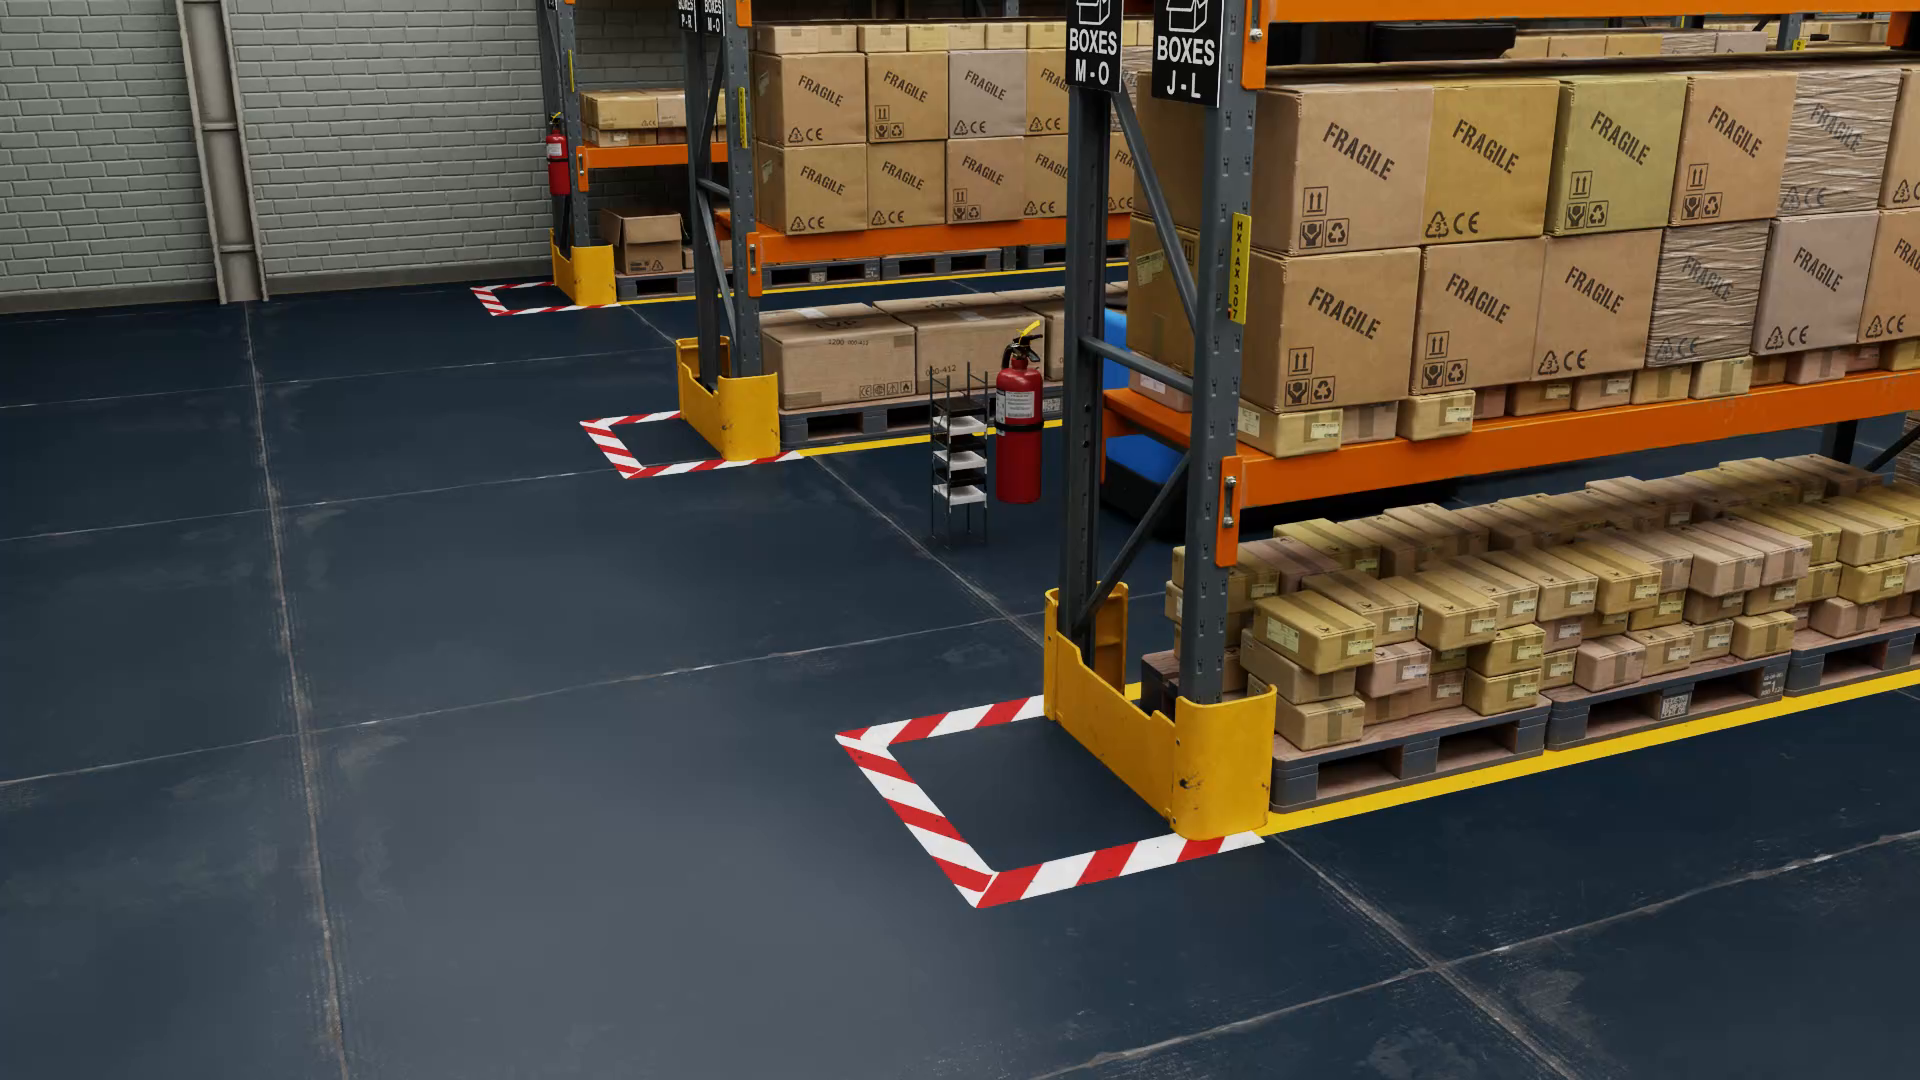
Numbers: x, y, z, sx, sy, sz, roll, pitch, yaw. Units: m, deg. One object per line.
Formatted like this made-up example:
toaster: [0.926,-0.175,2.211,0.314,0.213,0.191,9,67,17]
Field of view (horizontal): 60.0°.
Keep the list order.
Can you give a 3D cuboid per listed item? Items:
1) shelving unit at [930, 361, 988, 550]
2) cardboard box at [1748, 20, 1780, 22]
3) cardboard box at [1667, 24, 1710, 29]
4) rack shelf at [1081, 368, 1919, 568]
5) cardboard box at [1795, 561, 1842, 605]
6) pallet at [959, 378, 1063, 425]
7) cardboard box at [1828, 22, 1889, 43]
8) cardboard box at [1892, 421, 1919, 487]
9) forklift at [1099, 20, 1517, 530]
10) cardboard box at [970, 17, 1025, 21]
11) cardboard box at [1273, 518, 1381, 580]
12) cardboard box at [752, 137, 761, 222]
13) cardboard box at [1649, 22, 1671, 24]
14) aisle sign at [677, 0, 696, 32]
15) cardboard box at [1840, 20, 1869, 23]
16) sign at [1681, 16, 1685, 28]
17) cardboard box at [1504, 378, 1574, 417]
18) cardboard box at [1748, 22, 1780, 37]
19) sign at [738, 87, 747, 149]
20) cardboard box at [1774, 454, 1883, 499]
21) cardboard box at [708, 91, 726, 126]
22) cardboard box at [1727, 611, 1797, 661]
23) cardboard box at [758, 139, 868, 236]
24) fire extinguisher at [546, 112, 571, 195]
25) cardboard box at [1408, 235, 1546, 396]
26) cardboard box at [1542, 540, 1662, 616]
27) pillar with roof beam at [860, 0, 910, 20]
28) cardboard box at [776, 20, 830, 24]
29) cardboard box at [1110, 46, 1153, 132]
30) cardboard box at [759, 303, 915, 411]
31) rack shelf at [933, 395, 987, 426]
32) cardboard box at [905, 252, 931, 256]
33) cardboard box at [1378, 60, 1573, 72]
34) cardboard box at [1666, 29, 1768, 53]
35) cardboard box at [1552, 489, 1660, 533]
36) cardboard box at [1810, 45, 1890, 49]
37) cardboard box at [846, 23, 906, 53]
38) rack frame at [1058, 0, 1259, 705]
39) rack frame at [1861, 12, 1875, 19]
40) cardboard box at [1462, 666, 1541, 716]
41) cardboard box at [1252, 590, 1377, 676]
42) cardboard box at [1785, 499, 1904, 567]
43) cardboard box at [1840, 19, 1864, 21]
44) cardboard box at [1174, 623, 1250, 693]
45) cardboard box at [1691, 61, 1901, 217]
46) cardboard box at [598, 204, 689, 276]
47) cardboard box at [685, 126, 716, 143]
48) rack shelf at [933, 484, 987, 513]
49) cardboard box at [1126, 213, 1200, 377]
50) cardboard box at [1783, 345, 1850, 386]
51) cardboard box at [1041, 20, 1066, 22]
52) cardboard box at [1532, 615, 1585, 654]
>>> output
shelving unit: [-0.007,-0.423,8.370,0.210,0.900,0.258,-8,21,-22]
cardboard box: [9.472,-6.013,19.508,0.250,0.149,0.380,-8,21,-22]
cardboard box: [8.034,-5.612,18.370,0.250,0.149,0.380,-8,21,-21]
rack shelf: [2.465,-0.503,6.517,4.000,0.370,1.077,-8,21,-22]
cardboard box: [3.387,0.122,6.871,0.250,0.149,0.380,-8,21,-21]
pallet: [0.397,-1.048,11.182,1.213,0.211,1.003,-8,21,-22]
cardboard box: [7.311,-4.121,13.501,0.250,0.149,0.380,-9,21,-25]
cardboard box: [4.881,-0.299,7.985,0.500,0.500,0.500,-9,21,-23]
forklift: [2.176,-1.716,8.984,3.031,2.935,1.130,-9,21,-23]
cardboard box: [0.224,-3.222,10.523,0.250,0.149,0.380,-7,21,-20]
cardboard box: [1.455,0.051,6.624,0.250,0.149,0.380,-9,21,-23]
cardboard box: [-1.087,-2.267,10.293,0.500,0.500,0.500,-8,21,-22]
cardboard box: [8.044,-5.815,18.946,0.250,0.149,0.380,-9,21,-23]
aisle sign: [-1.614,-3.387,9.710,0.004,0.787,0.394,-8,21,-22]
cardboard box: [10.350,-5.981,19.417,0.250,0.149,0.380,-8,21,-22]
sign: [7.848,-5.512,18.036,0.005,0.325,0.100,-8,21,-22]
cardboard box: [1.984,-0.573,6.010,0.250,0.149,0.380,-8,21,-22]
cardboard box: [9.186,-5.806,18.920,0.250,0.149,0.380,-8,21,-22]
sign: [-1.210,-2.351,9.260,0.005,0.325,0.100,-8,21,-22]
cardboard box: [3.903,-0.257,7.501,0.250,0.149,0.380,-7,21,-20]
cardboard box: [-1.944,-3.770,14.490,0.500,0.250,0.500,-9,21,-23]
cardboard box: [3.126,0.333,6.721,0.250,0.149,0.380,-8,21,-22]
cardboard box: [-0.870,-2.098,9.814,0.500,0.500,0.500,-8,21,-22]
fire extinguisher: [-3.346,-3.216,13.817,0.183,0.674,0.296,-8,21,-22]
cardboard box: [1.632,-0.820,5.735,0.500,0.500,0.500,-8,21,-22]
cardboard box: [2.445,0.142,6.366,0.250,0.149,0.380,-8,21,-21]
pillar with roof beam: [0.987,-5.815,11.488,0.400,9.000,9.100,-8,21,-22]
cardboard box: [-0.951,-3.049,10.033,0.250,0.149,0.380,-8,21,-21]
cardboard box: [0.991,-2.840,10.416,0.500,0.500,0.500,-8,21,-21]
cardboard box: [-0.858,-1.182,10.589,0.875,0.438,0.875,-9,21,-24]
rack shelf: [-0.007,-0.647,8.291,0.200,0.077,0.258,-8,21,-22]
cardboard box: [-0.445,-2.814,15.481,0.258,0.266,0.396,-7,21,-20]
cardboard box: [1.889,-1.512,6.197,0.500,0.500,0.500,-7,21,-19]
cardboard box: [5.550,-3.499,12.287,0.500,0.500,0.500,-9,21,-23]
cardboard box: [2.700,-0.080,6.997,0.250,0.149,0.380,-9,21,-24]
cardboard box: [6.901,-3.573,12.922,0.500,0.500,0.500,-7,21,-19]
cardboard box: [-0.493,-2.918,9.660,0.250,0.149,0.380,-7,21,-20]
rack frame: [0.629,-0.579,5.651,0.127,3.000,1.000,-8,21,-22]
rack frame: [11.297,-5.694,20.176,0.127,3.000,1.000,-8,21,-22]
cardboard box: [1.948,0.502,6.241,0.250,0.149,0.380,-8,21,-21]
cardboard box: [1.244,0.321,5.857,0.250,0.149,0.380,-9,21,-24]
cardboard box: [3.633,-0.033,6.863,0.250,0.149,0.380,-8,21,-22]
cardboard box: [10.635,-6.192,20.016,0.250,0.149,0.380,-7,21,-20]
cardboard box: [1.029,0.434,6.432,0.250,0.149,0.380,-8,21,-21]
cardboard box: [3.029,-1.488,6.127,0.500,0.500,0.500,-8,21,-21]
cardboard box: [-2.795,-2.661,14.689,0.637,0.503,0.797,-9,21,-24]
cardboard box: [-2.285,-3.537,14.429,0.250,0.149,0.380,-7,21,-20]
rack shelf: [-0.007,-0.222,8.440,0.200,0.077,0.258,-8,21,-22]
cardboard box: [0.939,-0.904,5.976,0.500,0.500,0.500,-8,21,-21]
cardboard box: [3.186,-0.723,6.436,0.250,0.149,0.380,-9,21,-24]
cardboard box: [0.673,-3.103,10.186,0.250,0.149,0.380,-8,21,-22]
cardboard box: [2.160,0.294,6.383,0.250,0.149,0.380,-9,21,-25]
